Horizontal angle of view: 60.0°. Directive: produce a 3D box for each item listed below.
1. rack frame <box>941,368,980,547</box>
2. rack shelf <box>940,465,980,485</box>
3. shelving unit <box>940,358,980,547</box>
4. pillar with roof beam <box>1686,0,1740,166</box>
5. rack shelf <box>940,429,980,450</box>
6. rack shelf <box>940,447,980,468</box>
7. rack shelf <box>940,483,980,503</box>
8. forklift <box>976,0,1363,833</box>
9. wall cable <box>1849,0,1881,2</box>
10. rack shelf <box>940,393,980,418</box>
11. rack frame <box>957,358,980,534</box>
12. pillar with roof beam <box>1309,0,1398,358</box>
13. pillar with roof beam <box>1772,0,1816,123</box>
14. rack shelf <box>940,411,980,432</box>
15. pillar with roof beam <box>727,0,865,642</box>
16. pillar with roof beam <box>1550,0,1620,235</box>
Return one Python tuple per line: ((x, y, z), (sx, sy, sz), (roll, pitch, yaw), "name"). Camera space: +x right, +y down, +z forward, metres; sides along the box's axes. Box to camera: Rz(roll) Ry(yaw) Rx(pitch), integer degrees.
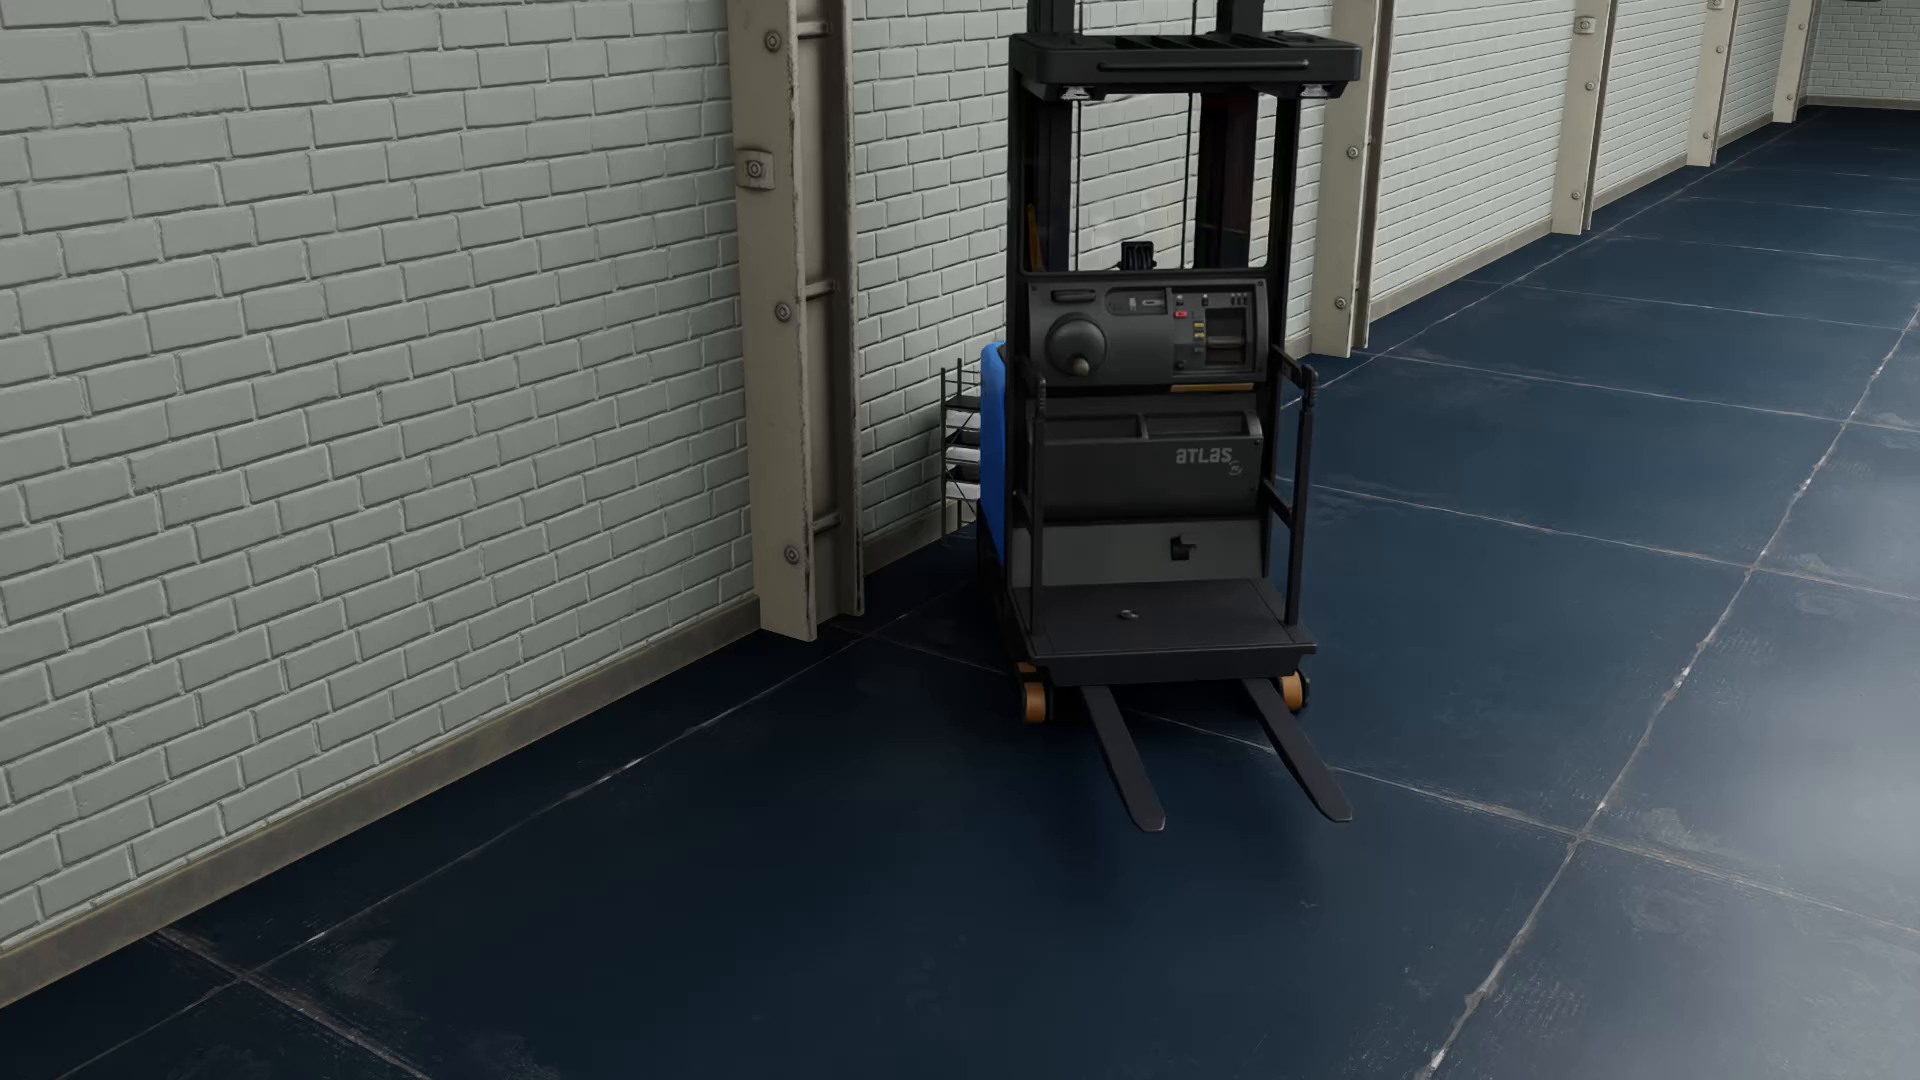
((0.021, -0.378, 7.989), (0.240, 0.900, 0.006), (8, 22, 21), "rack frame")
((0.060, -0.295, 8.120), (0.258, 0.077, 0.200), (8, 22, 21), "rack shelf")
((0.060, -0.411, 8.077), (0.258, 0.900, 0.210), (8, 22, 21), "shelving unit")
((13.022, -8.197, 17.454), (9.100, 9.000, 0.400), (13, 24, 32), "pillar with roof beam")
((0.060, -0.464, 8.058), (0.258, 0.077, 0.200), (8, 22, 21), "rack shelf")
((0.060, -0.379, 8.089), (0.258, 0.077, 0.200), (8, 22, 21), "rack shelf")
((0.060, -0.210, 8.151), (0.258, 0.077, 0.200), (8, 22, 21), "rack shelf")
((0.747, -0.794, 6.185), (1.130, 2.935, 3.031), (-2, 20, -6), "forklift")
((15.584, -9.889, 26.505), (3.097, 2.526, 0.112), (13, 24, 32), "wall cable")
((0.060, -0.633, 7.996), (0.258, 0.077, 0.200), (8, 22, 21), "rack shelf")
((0.099, -0.443, 8.166), (0.240, 0.900, 0.006), (8, 22, 21), "rack frame")
((6.276, -4.754, 8.146), (9.100, 9.000, 0.400), (13, 24, 32), "pillar with roof beam")
((16.395, -9.919, 22.108), (9.100, 9.000, 0.400), (13, 24, 32), "pillar with roof beam")
((0.060, -0.548, 8.027), (0.258, 0.077, 0.200), (8, 22, 21), "rack shelf")
((2.903, -3.033, 3.492), (9.100, 9.000, 0.400), (13, 24, 32), "pillar with roof beam")
((9.649, -6.476, 12.800), (9.100, 9.000, 0.400), (13, 24, 32), "pillar with roof beam")
